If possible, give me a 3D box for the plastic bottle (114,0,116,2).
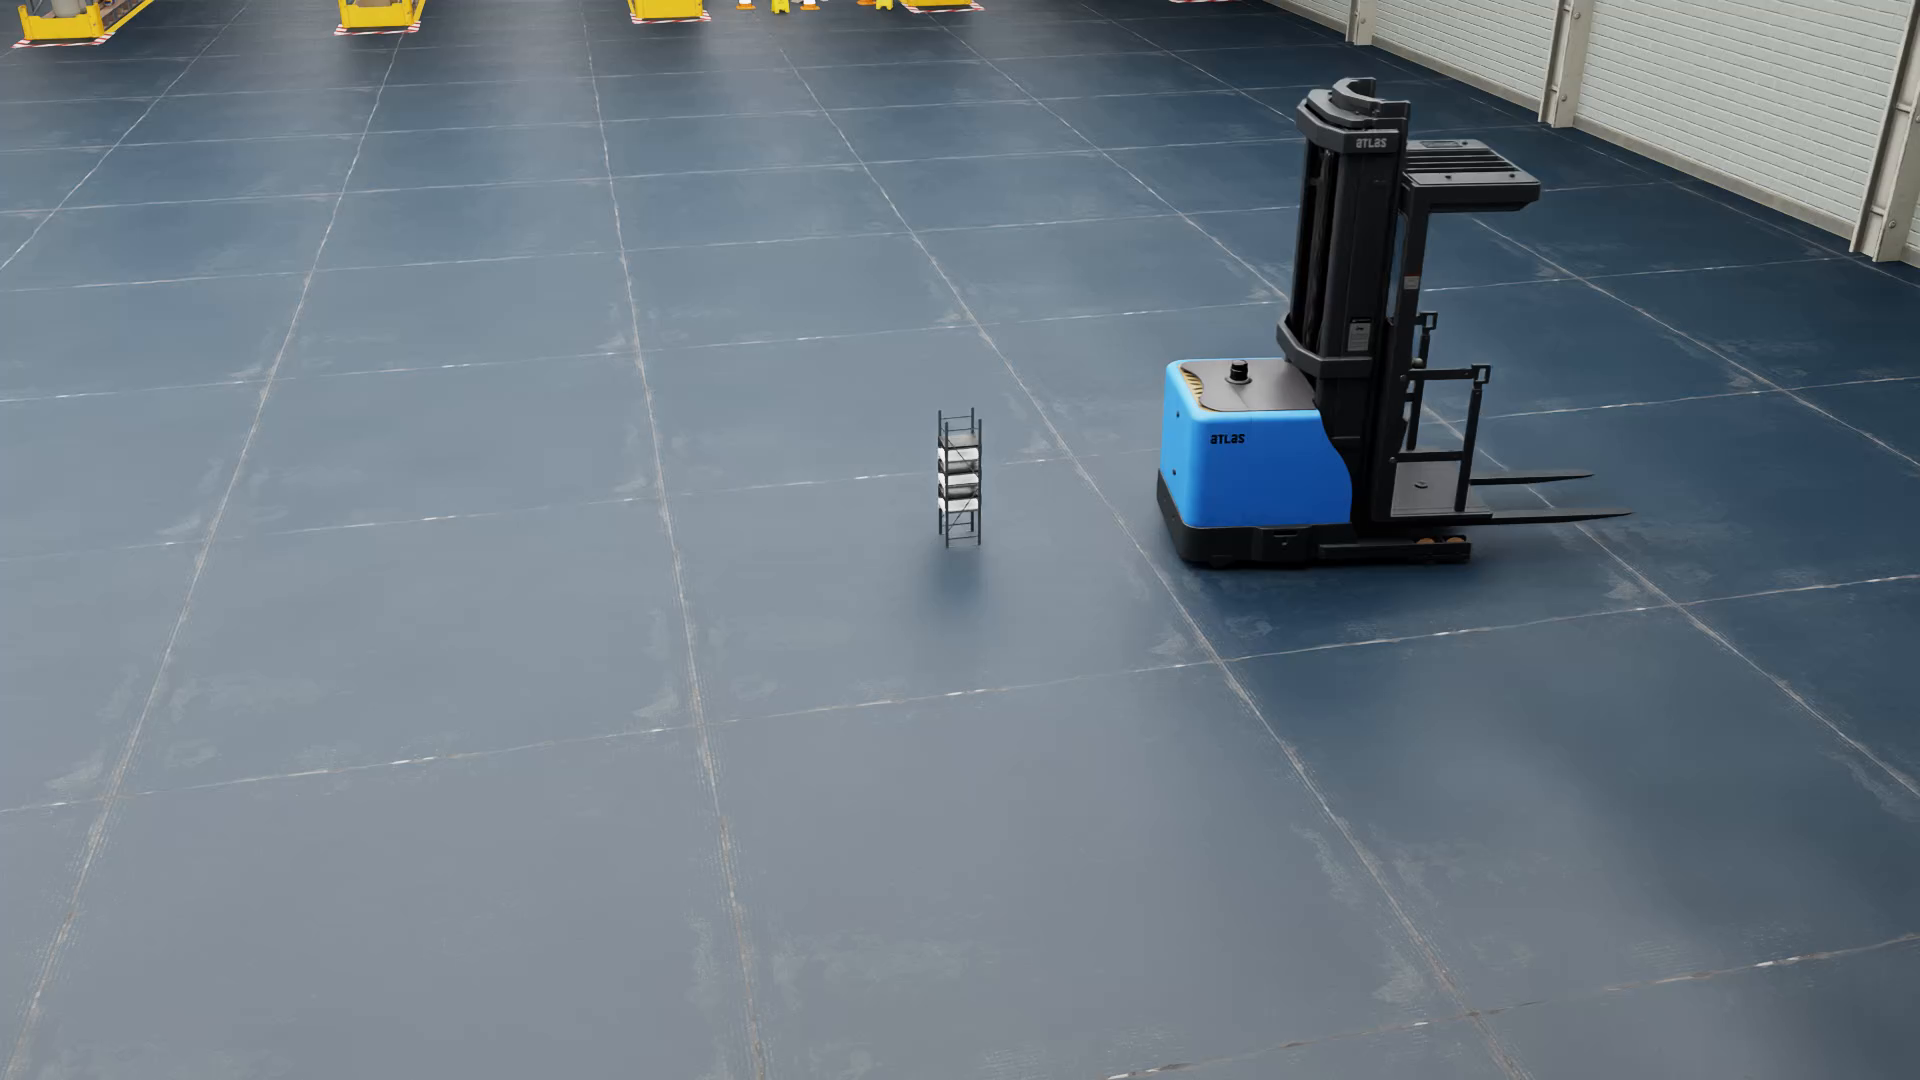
[{"bbox_3d":[-15.034,-9.661,29.447,0.097,0.271,0.097,0,27,0],"label":"plastic bottle"}]

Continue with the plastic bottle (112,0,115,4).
[{"bbox_3d":[-14.990,-9.617,29.347,0.061,0.283,0.133,-5,27,-11],"label":"plastic bottle"}]

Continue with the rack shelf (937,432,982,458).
[{"bbox_3d":[-0.002,-0.617,10.794,0.258,0.077,0.200,-6,27,-12],"label":"rack shelf"}]

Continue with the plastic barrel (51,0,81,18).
[{"bbox_3d":[-15.075,-9.062,28.017,0.421,0.512,0.421,0,27,0],"label":"plastic barrel"}]

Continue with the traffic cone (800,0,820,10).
[{"bbox_3d":[-2.730,-9.877,30.151,0.336,0.463,0.334,-6,27,-12],"label":"traffic cone"}]

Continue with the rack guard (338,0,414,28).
[{"bbox_3d":[-10.043,-9.125,28.620,1.175,0.500,0.348,-6,27,-12],"label":"rack guard"}]

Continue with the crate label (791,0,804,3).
[{"bbox_3d":[-2.967,-10.070,30.896,0.250,0.136,0.298,-23,35,-38],"label":"crate label"}]

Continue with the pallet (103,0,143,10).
[{"bbox_3d":[-15.642,-9.916,30.509,1.003,0.211,1.213,-6,27,-12],"label":"pallet"}]

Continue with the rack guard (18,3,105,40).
[{"bbox_3d":[-14.915,-8.617,27.614,1.175,0.500,0.348,-6,27,-12],"label":"rack guard"}]

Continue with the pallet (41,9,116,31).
[{"bbox_3d":[-15.093,-8.845,28.386,1.003,0.211,1.213,-6,27,-12],"label":"pallet"}]

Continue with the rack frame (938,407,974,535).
[{"bbox_3d":[-0.025,-0.450,10.989,0.240,0.900,0.006,-6,27,-12],"label":"rack frame"}]

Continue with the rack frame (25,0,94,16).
[{"bbox_3d":[-14.852,-9.704,26.994,1.000,3.000,0.127,-6,27,-12],"label":"rack frame"}]

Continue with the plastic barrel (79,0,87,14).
[{"bbox_3d":[-15.188,-9.282,28.453,0.421,0.512,0.421,0,27,0],"label":"plastic barrel"}]

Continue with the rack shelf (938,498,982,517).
[{"bbox_3d":[-0.002,-0.215,10.997,0.258,0.077,0.200,-6,27,-12],"label":"rack shelf"}]

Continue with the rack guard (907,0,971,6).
[{"bbox_3d":[-0.388,-10.131,30.613,1.175,0.500,0.348,-6,27,-12],"label":"rack guard"}]

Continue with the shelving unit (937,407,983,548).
[{"bbox_3d":[-0.002,-0.405,10.901,0.258,0.900,0.210,-6,27,-12],"label":"shelving unit"}]

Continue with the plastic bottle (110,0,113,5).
[{"bbox_3d":[-14.980,-9.524,29.255,0.097,0.201,0.097,0,27,0],"label":"plastic bottle"}]

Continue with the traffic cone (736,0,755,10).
[{"bbox_3d":[-3.907,-9.911,30.219,0.336,0.463,0.334,-6,27,-12],"label":"traffic cone"}]

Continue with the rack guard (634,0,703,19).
[{"bbox_3d":[-5.166,-9.540,29.443,1.175,0.500,0.348,-6,27,-12],"label":"rack guard"}]

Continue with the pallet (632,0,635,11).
[{"bbox_3d":[-5.427,-9.765,30.208,1.003,0.211,1.213,-6,27,-12],"label":"pallet"}]

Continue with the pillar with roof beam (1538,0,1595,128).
[{"bbox_3d":[3.695,-9.089,19.118,9.100,9.000,0.400,-6,27,-12],"label":"pillar with roof beam"}]

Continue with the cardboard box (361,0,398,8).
[{"bbox_3d":[-10.151,-9.555,29.005,0.500,0.500,0.500,-1,27,-2],"label":"cardboard box"}]

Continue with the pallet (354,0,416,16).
[{"bbox_3d":[-10.192,-9.356,29.398,1.003,0.211,1.213,-6,27,-12],"label":"pallet"}]

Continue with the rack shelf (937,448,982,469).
[{"bbox_3d":[-0.002,-0.536,10.835,0.258,0.077,0.200,-6,27,-12],"label":"rack shelf"}]

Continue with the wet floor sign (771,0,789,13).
[{"bbox_3d":[-3.235,-9.804,29.804,0.267,0.644,0.232,-11,29,-20],"label":"wet floor sign"}]

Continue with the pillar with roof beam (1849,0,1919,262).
[{"bbox_3d":[5.047,-6.455,13.899,9.100,9.000,0.400,-6,27,-12],"label":"pillar with roof beam"}]

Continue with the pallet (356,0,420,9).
[{"bbox_3d":[-10.463,-9.890,30.457,1.003,0.211,1.213,-6,27,-12],"label":"pallet"}]

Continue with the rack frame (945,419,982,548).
[{"bbox_3d":[0.021,-0.361,10.812,0.240,0.900,0.006,-6,27,-12],"label":"rack frame"}]

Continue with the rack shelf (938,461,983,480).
[{"bbox_3d":[-0.002,-0.456,10.875,0.258,0.077,0.200,-6,27,-12],"label":"rack shelf"}]

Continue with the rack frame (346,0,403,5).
[{"bbox_3d":[-10.026,-10.207,27.990,1.000,3.000,0.127,-6,27,-12],"label":"rack frame"}]

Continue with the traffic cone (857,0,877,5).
[{"bbox_3d":[-1.725,-10.139,30.670,0.336,0.463,0.334,-6,27,-12],"label":"traffic cone"}]

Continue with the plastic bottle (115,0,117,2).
[{"bbox_3d":[-15.057,-9.705,29.534,0.097,0.271,0.097,0,27,0],"label":"plastic bottle"}]

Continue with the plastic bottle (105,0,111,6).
[{"bbox_3d":[-14.957,-9.510,29.149,0.097,0.271,0.097,0,27,0],"label":"plastic bottle"}]

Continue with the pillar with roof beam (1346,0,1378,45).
[{"bbox_3d":[2.343,-11.723,24.336,9.100,9.000,0.400,-6,27,-12],"label":"pillar with roof beam"}]

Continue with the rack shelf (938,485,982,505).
[{"bbox_3d":[-0.002,-0.295,10.956,0.258,0.077,0.200,-6,27,-12],"label":"rack shelf"}]

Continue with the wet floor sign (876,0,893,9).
[{"bbox_3d":[-1.371,-9.970,30.134,0.267,0.644,0.232,3,27,6],"label":"wet floor sign"}]

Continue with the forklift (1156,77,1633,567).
[{"bbox_3d":[2.900,-1.387,10.591,3.031,2.935,1.130,-2,27,-4],"label":"forklift"}]

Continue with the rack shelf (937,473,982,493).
[{"bbox_3d":[-0.002,-0.376,10.916,0.258,0.077,0.200,-6,27,-12],"label":"rack shelf"}]

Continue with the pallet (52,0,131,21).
[{"bbox_3d":[-15.364,-9.380,29.445,1.003,0.211,1.213,-6,27,-12],"label":"pallet"}]
